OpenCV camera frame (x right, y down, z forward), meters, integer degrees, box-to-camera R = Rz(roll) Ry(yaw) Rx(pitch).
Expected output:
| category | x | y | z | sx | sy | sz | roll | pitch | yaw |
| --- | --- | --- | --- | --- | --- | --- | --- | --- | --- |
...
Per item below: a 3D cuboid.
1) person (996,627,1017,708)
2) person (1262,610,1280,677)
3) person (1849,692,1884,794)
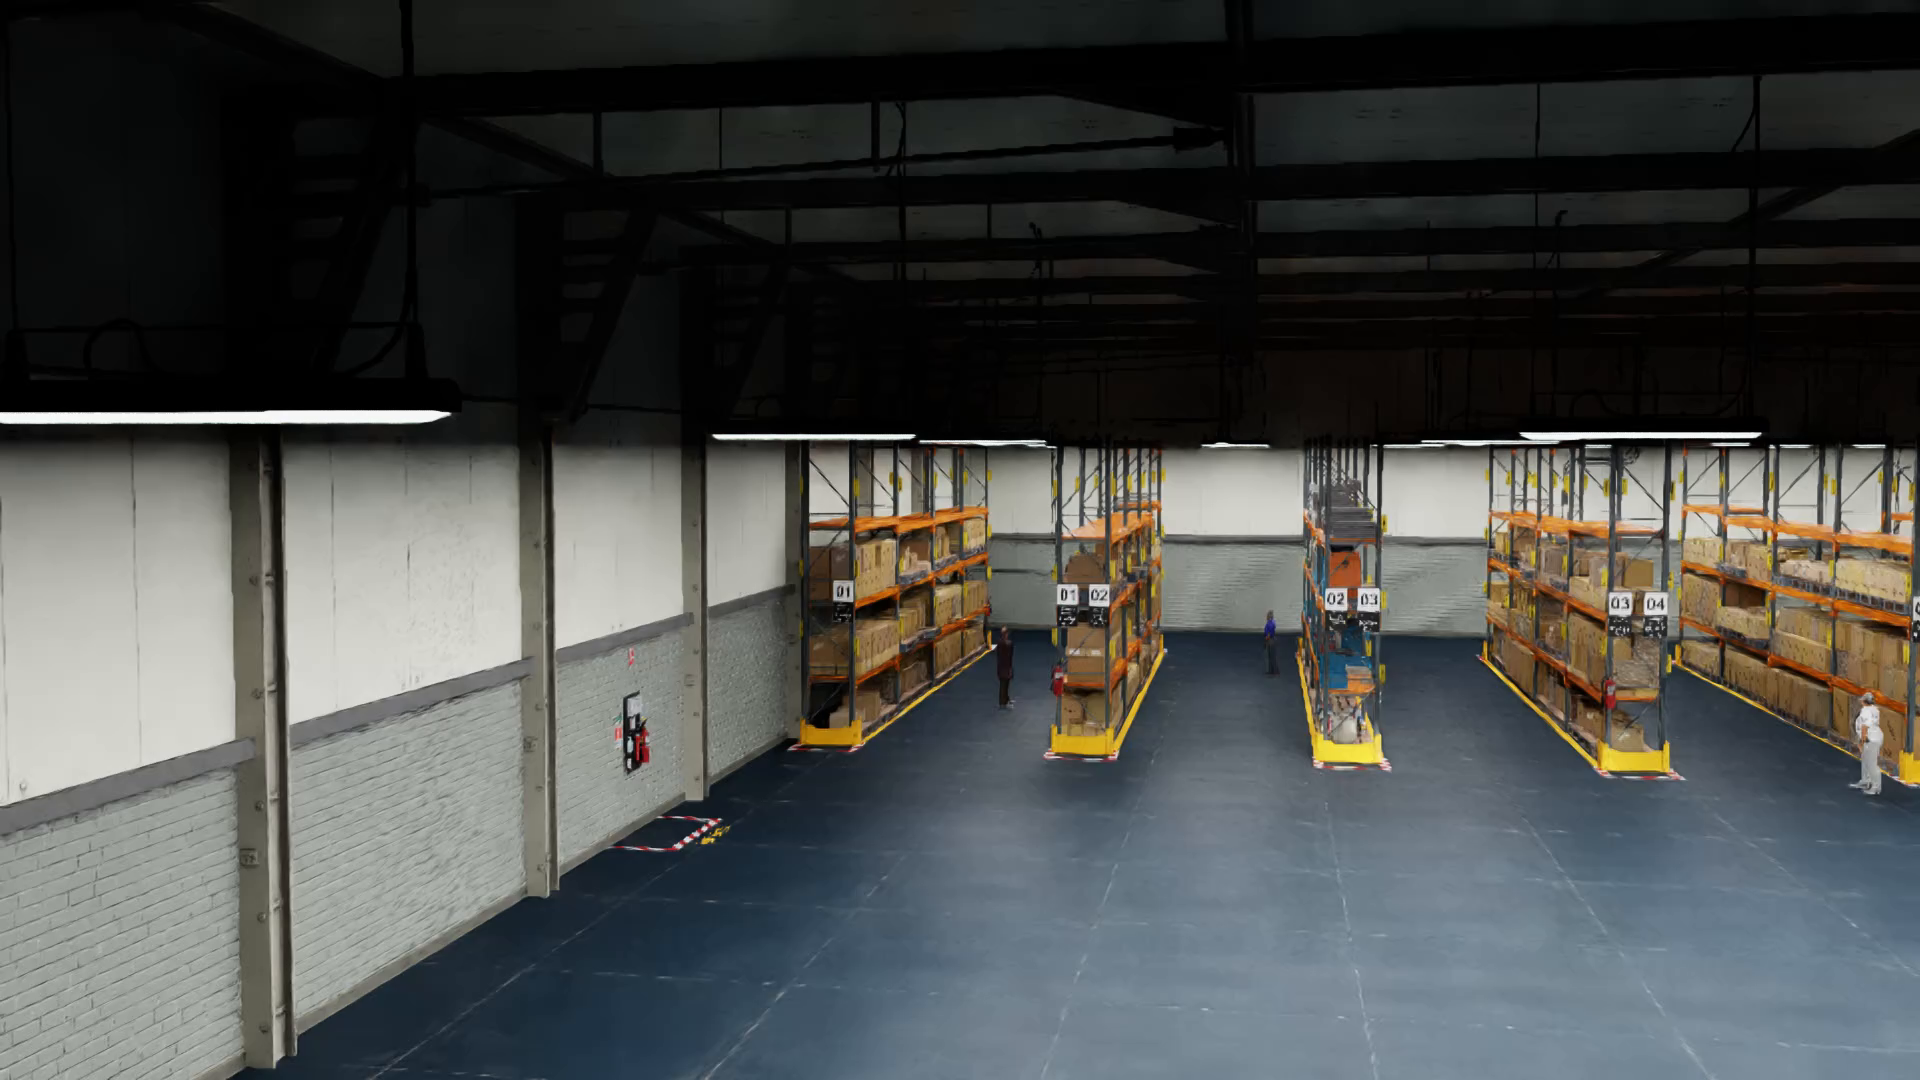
| category | x | y | z | sx | sy | sz | roll | pitch | yaw |
| --- | --- | --- | --- | --- | --- | --- | --- | --- | --- |
| person | 1.046 | 2.819 | 36.956 | 0.514 | 1.781 | 0.638 | -1 | 3 | -19 |
| person | 7.881 | 2.623 | 42.129 | 0.479 | 1.690 | 0.513 | 1 | 3 | 22 |
| person | 15.166 | 3.375 | 27.813 | 0.556 | 1.659 | 0.598 | 3 | 4 | 42 |
